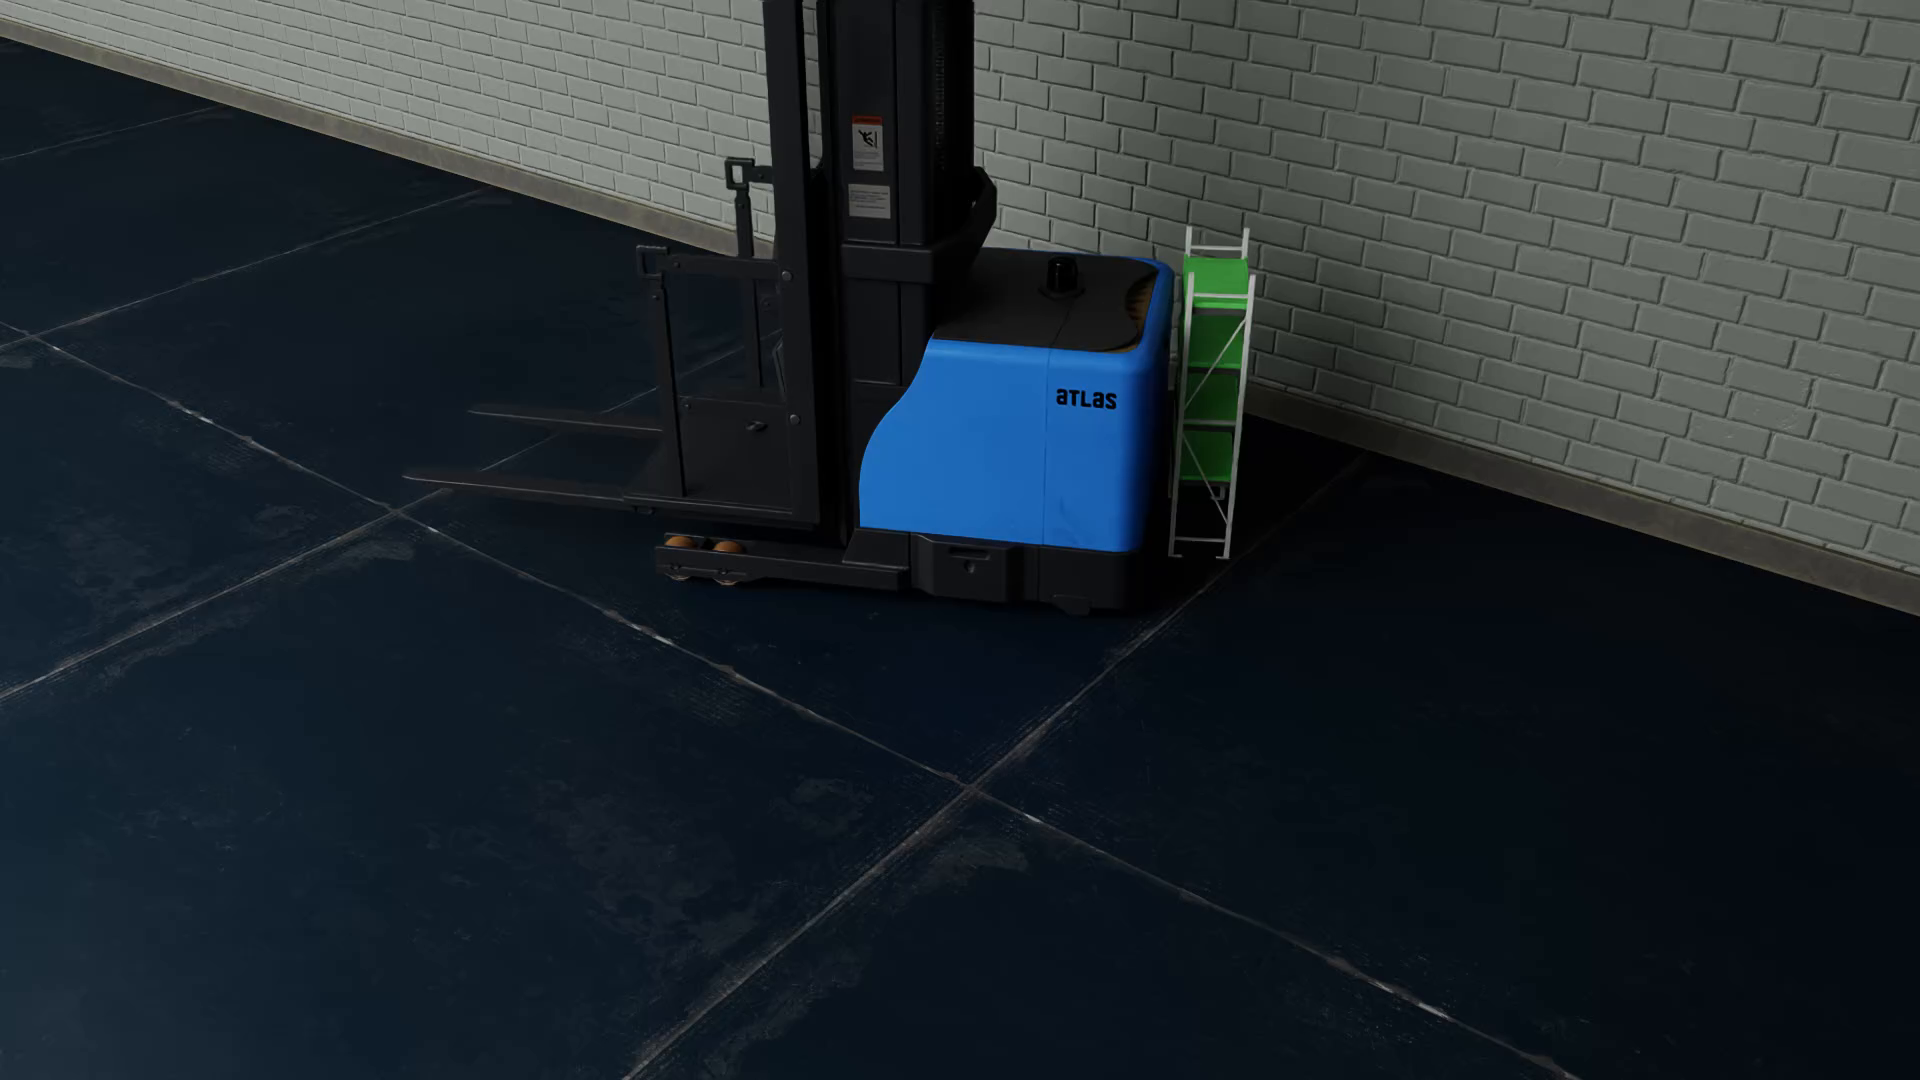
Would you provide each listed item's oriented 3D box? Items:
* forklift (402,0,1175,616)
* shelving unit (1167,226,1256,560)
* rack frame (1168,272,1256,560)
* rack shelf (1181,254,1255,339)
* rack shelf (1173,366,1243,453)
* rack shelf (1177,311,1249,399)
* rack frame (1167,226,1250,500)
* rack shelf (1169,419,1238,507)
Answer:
[{"bbox_3d":[-0.718,-1.344,6.143,3.031,2.935,1.130,6,31,10],"label":"forklift"},{"bbox_3d":[0.975,-0.571,6.536,0.258,1.200,0.503,3,31,5],"label":"shelving unit"},{"bbox_3d":[0.950,-0.447,6.327,0.240,1.200,0.015,3,31,5],"label":"rack frame"},{"bbox_3d":[0.975,-0.929,6.324,0.258,0.148,0.480,3,31,5],"label":"rack shelf"},{"bbox_3d":[0.975,-0.516,6.568,0.258,0.148,0.480,3,31,5],"label":"rack shelf"},{"bbox_3d":[0.975,-0.722,6.446,0.258,0.148,0.480,3,31,5],"label":"rack shelf"},{"bbox_3d":[1.000,-0.694,6.745,0.240,1.200,0.015,3,31,5],"label":"rack frame"},{"bbox_3d":[0.975,-0.309,6.691,0.258,0.148,0.480,3,31,5],"label":"rack shelf"}]
